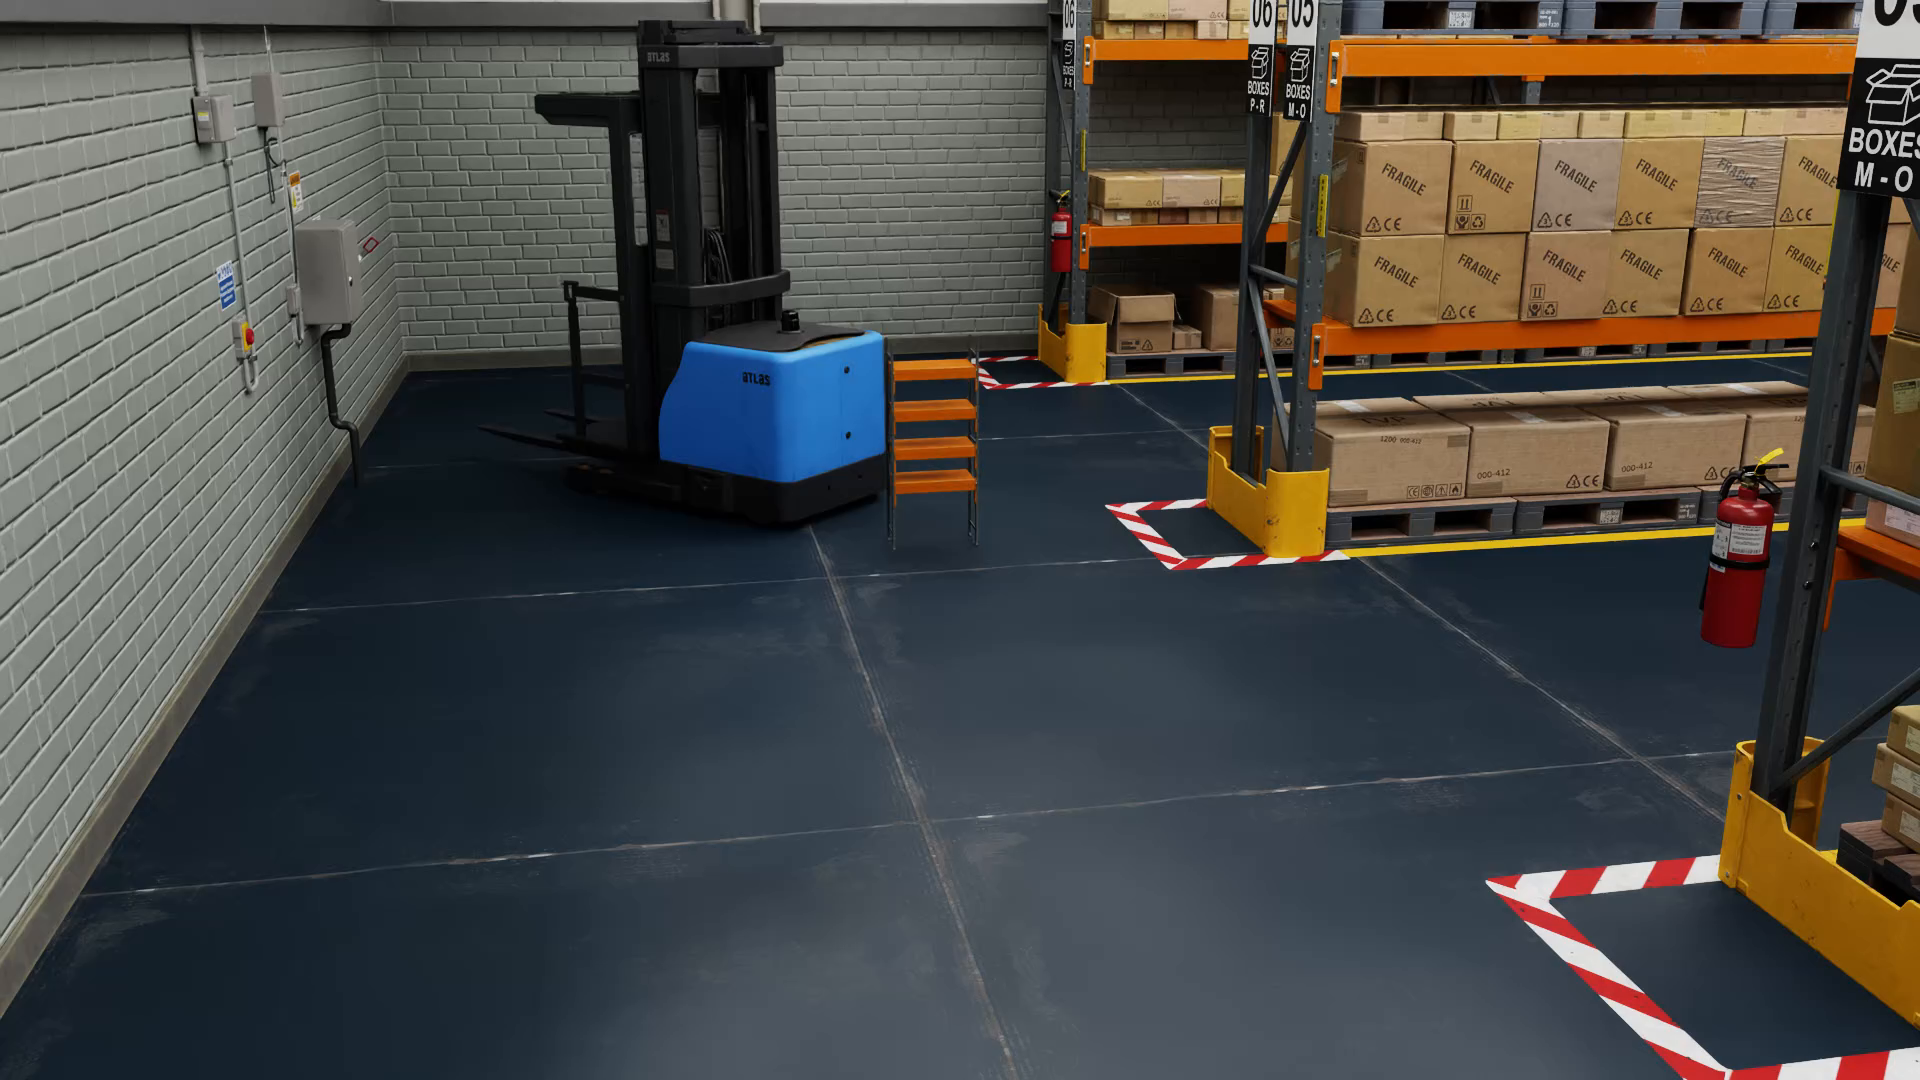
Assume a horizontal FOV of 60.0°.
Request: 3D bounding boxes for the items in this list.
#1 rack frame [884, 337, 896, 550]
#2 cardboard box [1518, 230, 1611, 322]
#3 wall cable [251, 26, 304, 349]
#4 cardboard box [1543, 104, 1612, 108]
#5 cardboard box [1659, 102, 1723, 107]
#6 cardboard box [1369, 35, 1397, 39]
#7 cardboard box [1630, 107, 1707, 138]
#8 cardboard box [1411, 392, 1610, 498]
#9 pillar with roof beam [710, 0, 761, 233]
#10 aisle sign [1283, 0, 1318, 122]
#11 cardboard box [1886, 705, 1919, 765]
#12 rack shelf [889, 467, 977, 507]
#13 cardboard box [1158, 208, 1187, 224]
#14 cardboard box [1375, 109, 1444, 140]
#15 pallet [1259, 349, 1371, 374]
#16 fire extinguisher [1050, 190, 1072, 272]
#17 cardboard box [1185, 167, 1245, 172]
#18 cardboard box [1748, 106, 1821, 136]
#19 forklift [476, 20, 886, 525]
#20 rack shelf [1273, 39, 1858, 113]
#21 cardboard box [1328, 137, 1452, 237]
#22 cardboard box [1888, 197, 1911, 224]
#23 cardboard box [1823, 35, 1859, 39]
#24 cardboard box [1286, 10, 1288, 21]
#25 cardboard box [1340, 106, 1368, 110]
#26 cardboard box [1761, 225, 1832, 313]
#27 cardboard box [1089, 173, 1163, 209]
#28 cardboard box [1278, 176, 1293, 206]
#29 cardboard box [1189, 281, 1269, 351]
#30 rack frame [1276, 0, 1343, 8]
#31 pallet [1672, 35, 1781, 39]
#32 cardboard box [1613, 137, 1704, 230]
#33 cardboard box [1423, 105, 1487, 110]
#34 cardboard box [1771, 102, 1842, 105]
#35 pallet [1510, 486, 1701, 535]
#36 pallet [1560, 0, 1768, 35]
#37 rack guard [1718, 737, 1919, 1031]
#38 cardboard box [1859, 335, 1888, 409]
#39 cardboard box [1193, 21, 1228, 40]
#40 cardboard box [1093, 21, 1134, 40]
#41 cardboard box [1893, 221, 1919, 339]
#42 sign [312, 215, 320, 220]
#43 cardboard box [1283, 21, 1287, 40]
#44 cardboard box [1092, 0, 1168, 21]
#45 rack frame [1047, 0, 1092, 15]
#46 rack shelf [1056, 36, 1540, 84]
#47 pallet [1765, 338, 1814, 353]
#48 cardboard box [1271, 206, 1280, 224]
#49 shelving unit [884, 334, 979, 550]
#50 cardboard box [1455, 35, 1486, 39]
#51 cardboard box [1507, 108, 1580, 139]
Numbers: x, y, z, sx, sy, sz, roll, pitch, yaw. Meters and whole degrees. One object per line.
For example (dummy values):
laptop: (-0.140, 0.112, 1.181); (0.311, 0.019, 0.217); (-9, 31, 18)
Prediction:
rack frame: (-0.402, -0.551, 9.561); (0.015, 1.200, 0.240); (-3, 17, -10)
cardboard box: (3.369, -1.557, 9.602); (0.500, 0.500, 0.500); (-3, 17, -11)
wall cable: (-3.963, -2.079, 9.741); (0.122, 1.984, 0.588); (-3, 17, -10)
cardboard box: (3.667, -2.516, 9.915); (0.250, 0.149, 0.380); (-3, 17, -9)
cardboard box: (4.404, -2.574, 10.105); (0.250, 0.149, 0.380); (-4, 17, -12)
cardboard box: (3.518, -4.324, 14.100); (0.250, 0.149, 0.380); (-3, 17, -9)
cardboard box: (4.029, -2.385, 9.489); (0.250, 0.149, 0.380); (-3, 17, -10)
cardboard box: (3.375, -0.601, 10.308); (0.875, 0.438, 0.875); (-3, 17, -9)
pillar with roof beam: (-1.098, -4.673, 9.700); (0.400, 9.000, 9.100); (-3, 17, -10)
aisle sign: (1.833, -2.661, 8.939); (0.004, 0.787, 0.394); (-3, 17, -10)
cardboard box: (3.359, 0.691, 5.582); (0.250, 0.149, 0.380); (-3, 17, -10)
rack shelf: (-0.163, -0.310, 9.684); (0.480, 0.148, 0.258); (-3, 17, -10)
cardboard box: (1.771, -2.808, 14.273); (0.250, 0.149, 0.380); (-3, 17, -11)
cardboard box: (2.494, -2.317, 9.268); (0.250, 0.149, 0.380); (-3, 17, -9)
pallet: (2.956, -1.719, 15.051); (1.213, 0.211, 1.003); (-3, 17, -10)
fire extinguisher: (0.847, -2.580, 13.870); (0.183, 0.674, 0.296); (-3, 17, -10)
cardboard box: (2.299, -3.164, 14.753); (0.500, 0.250, 0.500); (-3, 17, -9)
cardboard box: (4.763, -2.442, 9.675); (0.250, 0.149, 0.380); (-3, 17, -11)
forklift: (-1.955, -1.808, 10.707); (3.031, 2.935, 1.130); (12, 21, 33)
rack shelf: (3.813, -2.707, 9.634); (4.000, 0.370, 1.077); (-3, 17, -10)
cardboard box: (2.374, -1.976, 9.264); (0.500, 0.500, 0.500); (-4, 17, -12)
cardboard box: (5.365, -2.149, 9.825); (0.500, 0.500, 0.500); (-3, 17, -11)
cardboard box: (7.807, -4.618, 14.884); (0.500, 0.250, 0.500); (-3, 17, -10)
cardboard box: (2.895, -4.482, 13.934); (0.500, 0.250, 0.500); (-4, 17, -11)
cardboard box: (2.163, -2.420, 9.602); (0.250, 0.149, 0.380); (-3, 17, -10)
cardboard box: (4.865, -1.647, 9.894); (0.500, 0.500, 0.500); (-4, 17, -12)
cardboard box: (1.400, -2.955, 14.072); (0.500, 0.250, 0.500); (-3, 17, -10)
cardboard box: (2.890, -3.047, 14.371); (0.500, 0.250, 0.500); (-4, 17, -12)
cardboard box: (2.369, -1.986, 14.710); (0.500, 0.500, 0.700); (-3, 17, -8)
rack frame: (1.849, -4.374, 8.725); (0.127, 3.000, 1.000); (-3, 17, -10)
pallet: (6.502, -4.578, 14.820); (1.003, 0.211, 1.213); (-3, 17, -10)
cardboard box: (3.874, -2.066, 9.556); (0.500, 0.500, 0.500); (-3, 17, -10)
cardboard box: (2.901, -2.481, 9.804); (0.250, 0.149, 0.380); (-3, 17, -9)
cardboard box: (5.169, -2.603, 10.199); (0.250, 0.149, 0.380); (-3, 17, -10)
pallet: (3.815, -0.307, 10.452); (1.213, 0.211, 1.003); (-3, 17, -10)
pallet: (3.776, -3.011, 9.547); (1.213, 0.211, 1.003); (-3, 17, -10)
rack guard: (2.962, 1.106, 5.359); (0.348, 0.500, 1.175); (-3, 17, -10)
cardboard box: (6.370, -0.971, 10.769); (0.875, 0.875, 0.875); (-3, 17, -9)
cardboard box: (2.032, -4.217, 13.751); (0.250, 0.149, 0.380); (-3, 17, -9)
cardboard box: (1.261, -4.201, 13.700); (0.250, 0.149, 0.380); (-3, 17, -9)
cardboard box: (3.289, -0.850, 5.090); (0.500, 0.500, 0.500); (-4, 17, -12)
sign: (-4.235, -1.884, 11.000); (0.001, 0.494, 0.329); (-3, 17, -10)
cardboard box: (2.784, -4.259, 13.887); (0.250, 0.149, 0.380); (-3, 17, -10)
cardboard box: (1.391, -4.387, 13.626); (0.500, 0.250, 0.500); (-3, 17, -11)
rack frame: (0.904, -5.804, 13.383); (0.127, 3.000, 1.000); (-3, 17, -10)
rack shelf: (2.867, -4.138, 14.292); (4.000, 0.370, 1.077); (-3, 17, -10)
pallet: (8.018, -2.019, 16.024); (1.213, 0.211, 1.003); (-3, 17, -10)
cardboard box: (2.553, -2.813, 14.290); (0.250, 0.149, 0.380); (-4, 17, -12)
shelving unit: (-0.163, -0.564, 9.606); (0.503, 1.200, 0.258); (-3, 17, -10)
cardboard box: (4.293, -4.355, 14.202); (0.250, 0.149, 0.380); (-3, 17, -11)
cardboard box: (3.274, -2.348, 9.369); (0.250, 0.149, 0.380); (-3, 17, -10)
